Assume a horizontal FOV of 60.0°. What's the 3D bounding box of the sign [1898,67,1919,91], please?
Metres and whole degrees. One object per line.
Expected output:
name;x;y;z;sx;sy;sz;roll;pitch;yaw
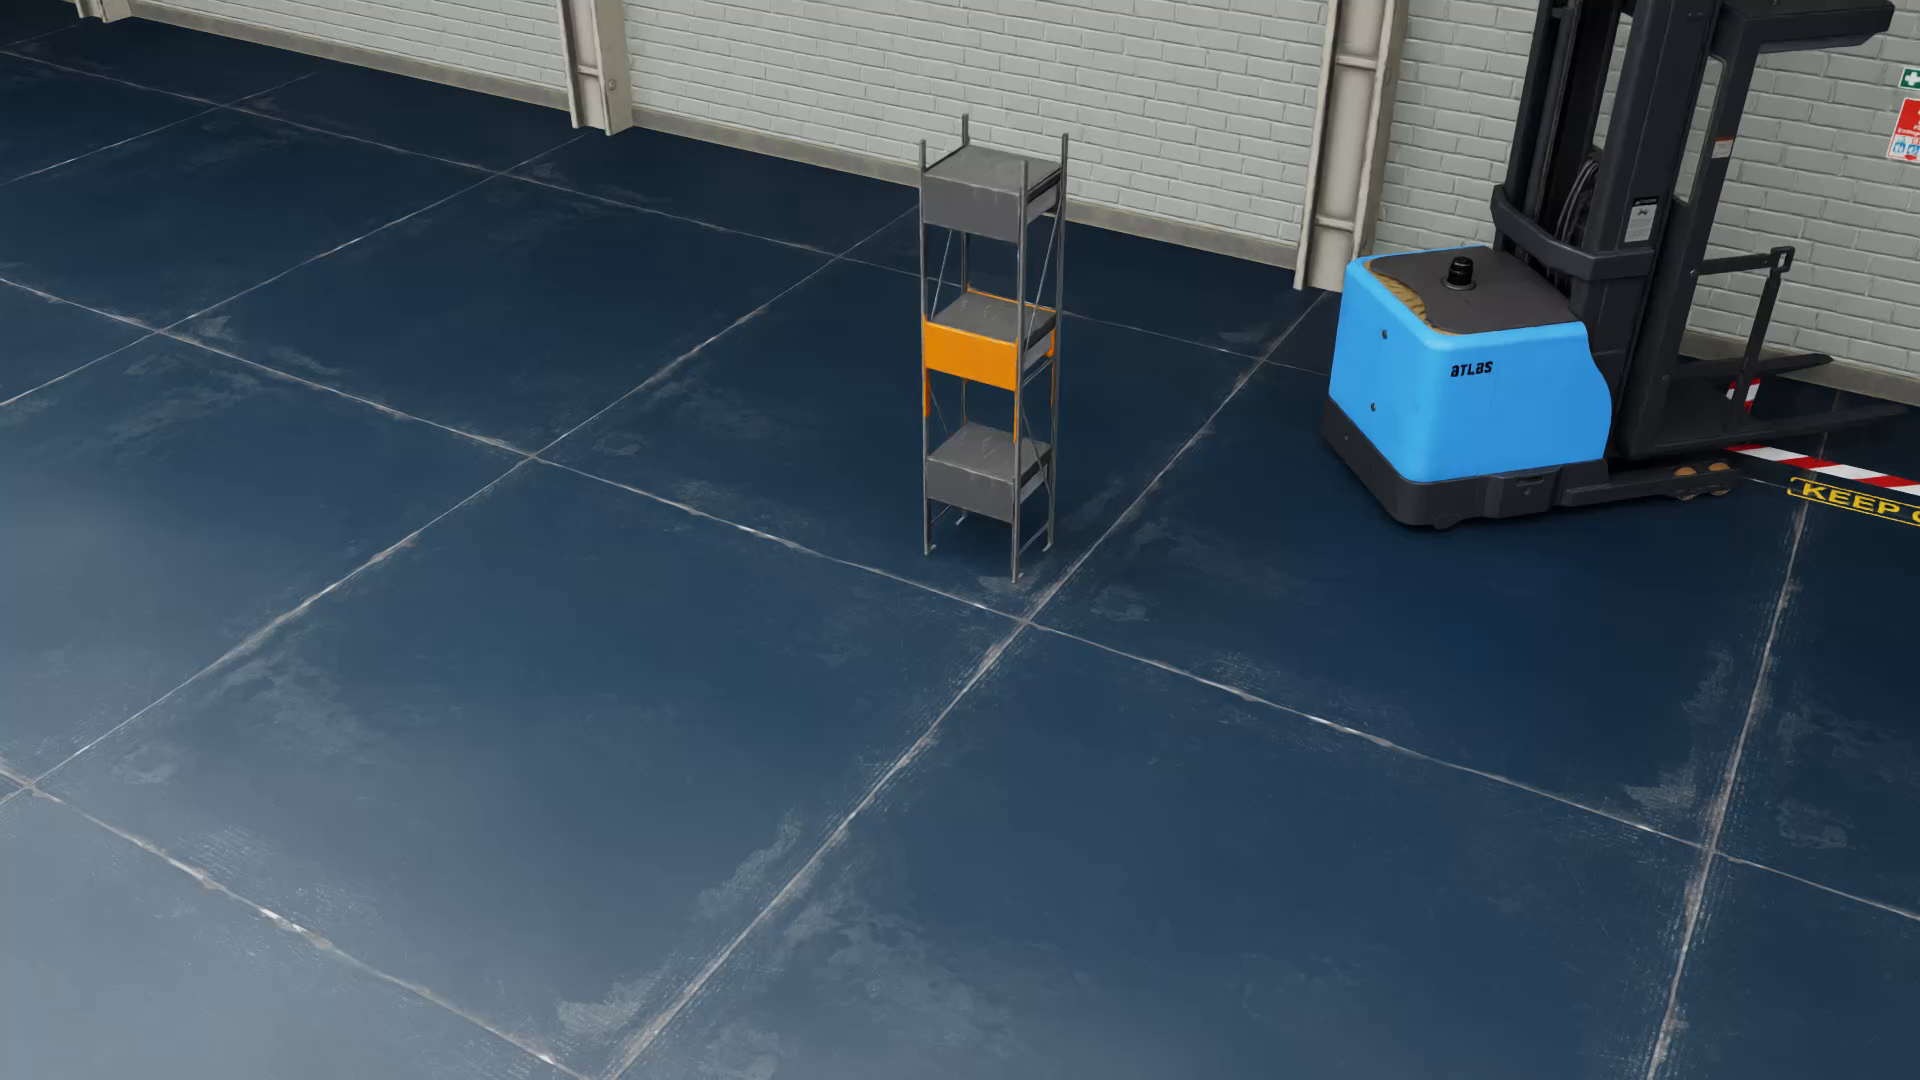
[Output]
sign;5.039;-2.363;8.582;0.331;0.109;0.001;18;37;24

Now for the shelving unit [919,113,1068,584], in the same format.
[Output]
shelving unit;0.144;-0.828;7.600;0.503;2.100;0.431;18;37;24

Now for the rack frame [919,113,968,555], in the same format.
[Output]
rack frame;-0.068;-0.896;7.700;0.015;2.100;0.400;18;37;24

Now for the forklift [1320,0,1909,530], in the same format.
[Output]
forklift;3.525;-1.703;8.162;3.031;2.935;1.130;-8;34;-12

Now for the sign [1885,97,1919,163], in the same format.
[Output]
sign;5.040;-2.148;8.737;0.234;0.329;0.001;18;37;24

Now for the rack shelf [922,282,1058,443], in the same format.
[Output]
rack shelf;0.144;-0.817;7.607;0.480;0.518;0.431;18;37;24

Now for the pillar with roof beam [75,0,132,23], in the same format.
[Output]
pillar with roof beam;-10.169;-6.609;10.056;0.400;9.000;9.100;18;37;24

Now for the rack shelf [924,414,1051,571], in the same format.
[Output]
rack shelf;0.144;-0.234;7.995;0.480;0.518;0.431;18;37;24

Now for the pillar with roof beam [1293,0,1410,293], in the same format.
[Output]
pillar with roof beam;0.250;-3.309;5.100;0.400;9.000;9.100;18;37;24

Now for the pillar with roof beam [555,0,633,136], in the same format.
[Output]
pillar with roof beam;-4.959;-4.959;7.578;0.400;9.000;9.100;18;37;24

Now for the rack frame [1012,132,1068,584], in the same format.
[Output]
rack frame;0.356;-0.761;7.499;0.015;2.100;0.400;18;37;24

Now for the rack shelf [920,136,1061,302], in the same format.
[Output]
rack shelf;0.144;-1.400;7.219;0.480;0.518;0.431;18;37;24
